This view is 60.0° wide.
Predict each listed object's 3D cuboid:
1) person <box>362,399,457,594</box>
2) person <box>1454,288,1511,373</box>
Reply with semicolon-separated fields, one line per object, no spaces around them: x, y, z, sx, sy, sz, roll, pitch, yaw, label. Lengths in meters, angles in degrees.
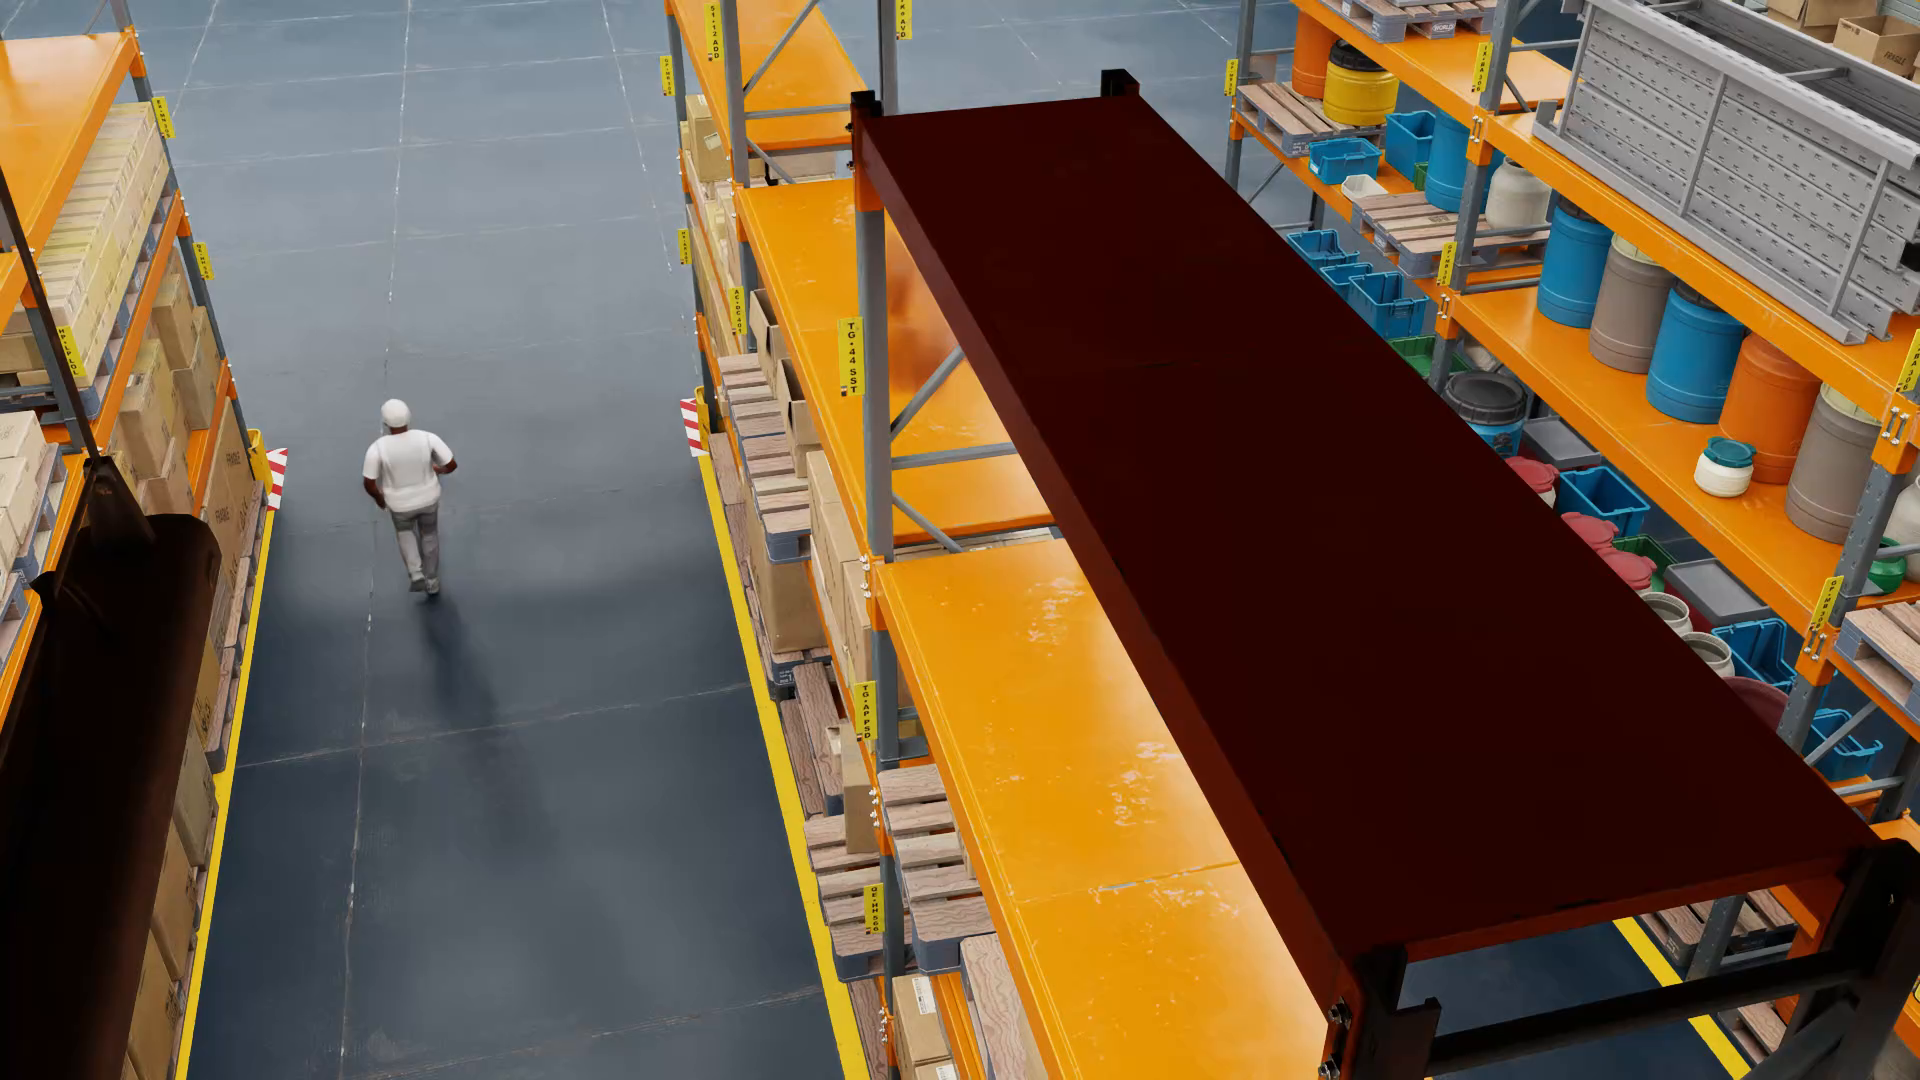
-4.274;-0.332;13.049;0.706;1.727;0.575;-13;37;-19;person
4.824;-2.113;15.648;0.666;1.692;0.922;-13;37;-19;person
